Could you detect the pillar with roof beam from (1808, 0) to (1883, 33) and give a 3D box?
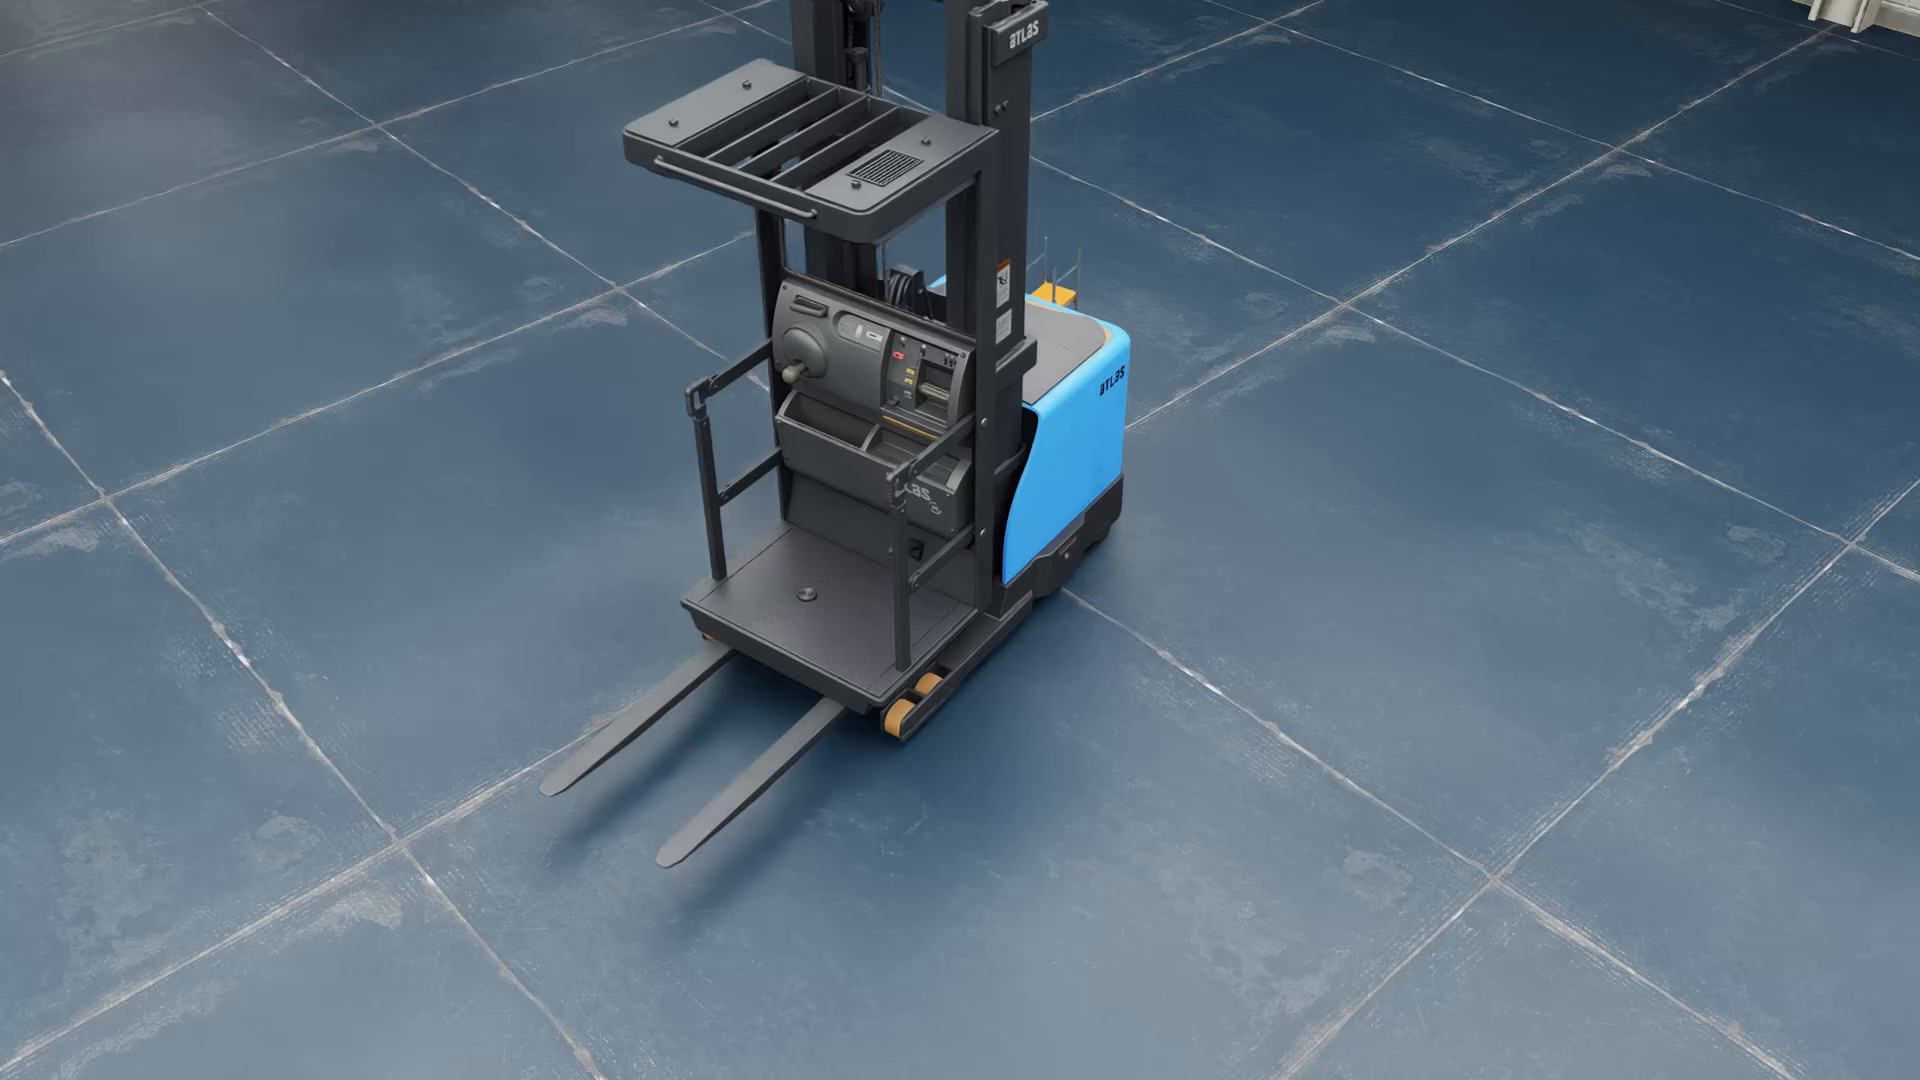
[{"bbox_3d":[3.705,-5.723,7.882,9.100,9.000,0.400,-30,48,-32],"label":"pillar with roof beam"}]

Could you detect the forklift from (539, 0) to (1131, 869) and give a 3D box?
[{"bbox_3d":[-0.482,-0.658,6.440,1.130,2.935,3.031,24,45,27],"label":"forklift"}]

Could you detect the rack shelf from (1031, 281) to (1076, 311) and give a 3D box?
[{"bbox_3d":[0.417,-1.107,7.871,0.180,0.103,0.258,23,44,26],"label":"rack shelf"}]

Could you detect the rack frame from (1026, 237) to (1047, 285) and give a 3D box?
[{"bbox_3d":[0.341,-0.893,8.109,0.006,1.200,0.240,23,44,26],"label":"rack frame"}]

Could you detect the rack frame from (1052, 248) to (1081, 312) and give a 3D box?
[{"bbox_3d":[0.493,-0.829,8.030,0.006,1.200,0.240,23,44,26],"label":"rack frame"}]

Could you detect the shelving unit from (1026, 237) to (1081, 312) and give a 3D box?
[{"bbox_3d":[0.417,-0.861,8.069,0.189,1.200,0.258,23,44,26],"label":"shelving unit"}]
